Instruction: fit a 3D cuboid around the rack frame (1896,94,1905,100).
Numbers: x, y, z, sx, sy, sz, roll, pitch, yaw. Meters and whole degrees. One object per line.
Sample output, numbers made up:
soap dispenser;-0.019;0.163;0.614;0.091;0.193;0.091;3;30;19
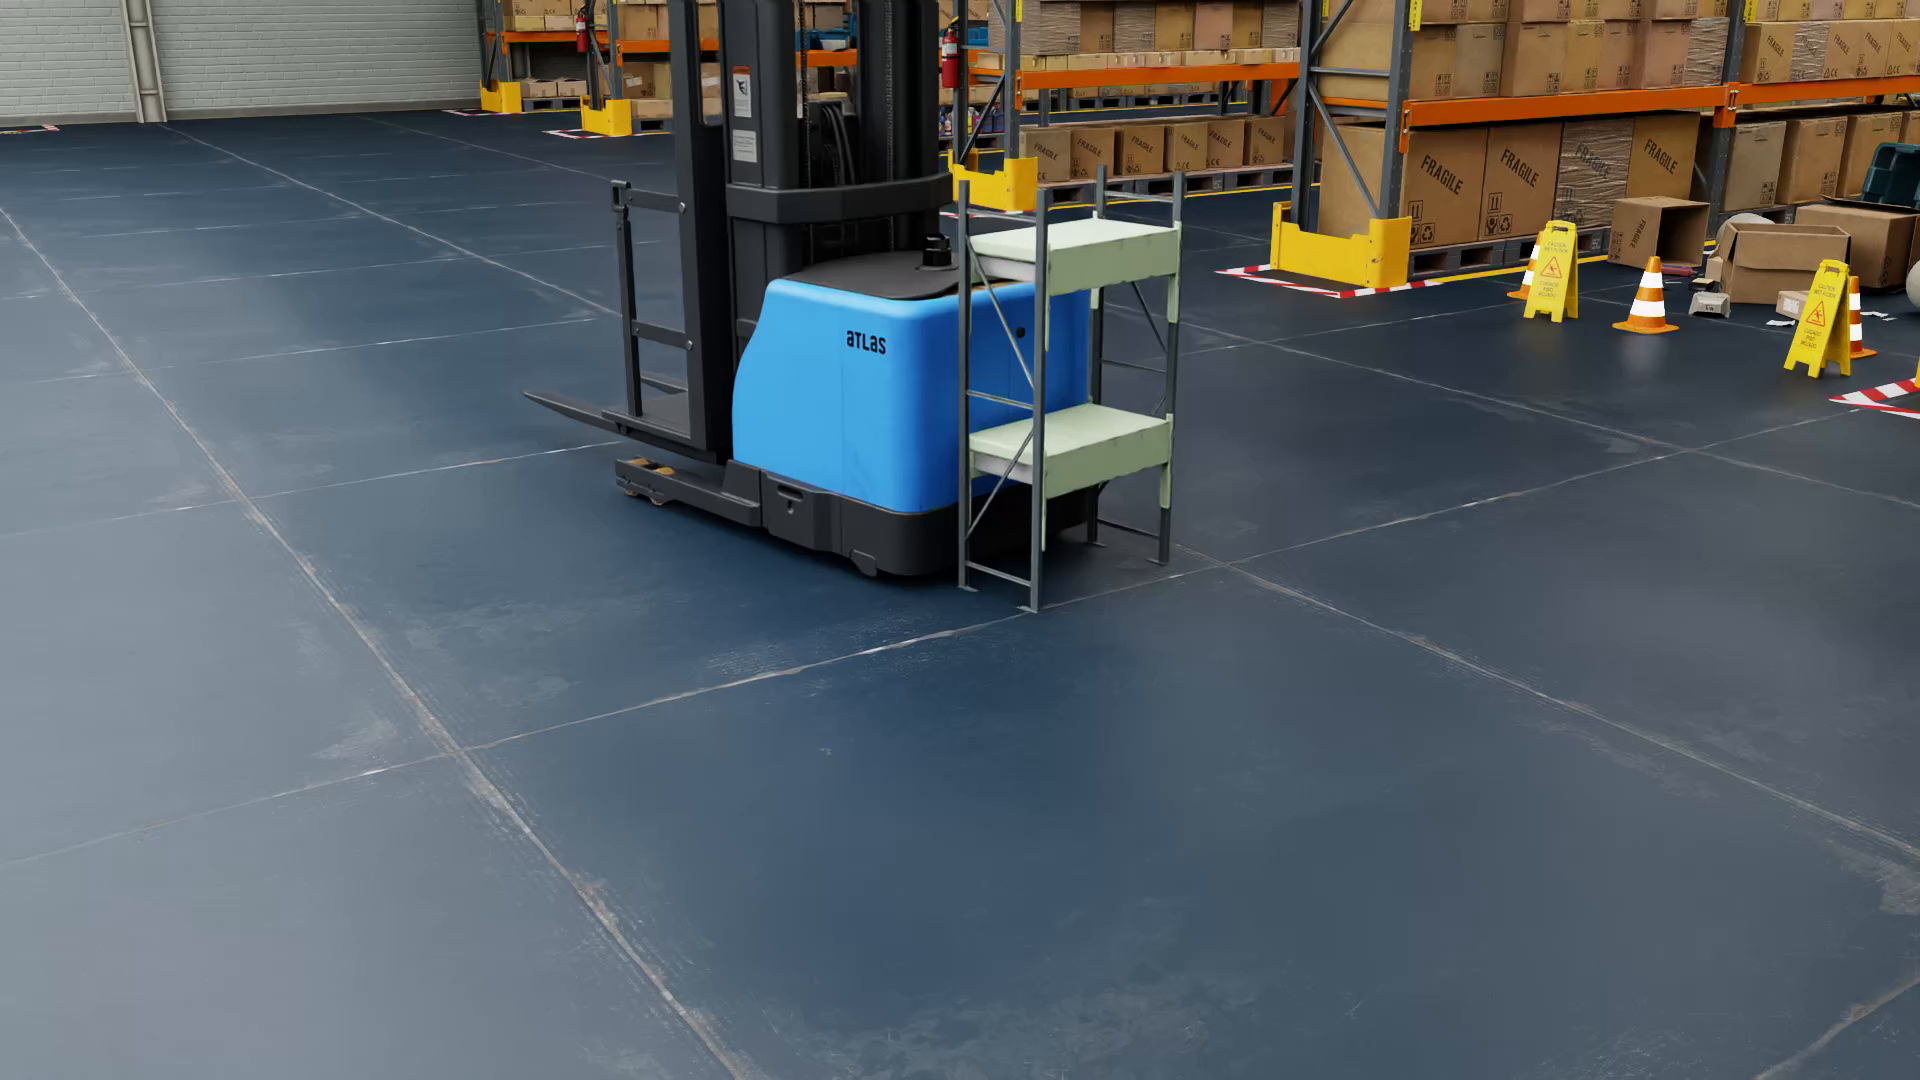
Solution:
rack frame;13.617;-7.610;24.570;0.127;3.000;1.000;-12;22;-31

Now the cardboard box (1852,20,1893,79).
cardboard box;8.090;-4.485;15.172;0.500;0.500;0.500;-12;22;-31

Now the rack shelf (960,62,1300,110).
rack shelf;1.925;-4.803;17.391;4.000;0.370;1.077;-12;22;-31

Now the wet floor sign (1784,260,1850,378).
wet floor sign;4.958;-1.278;9.518;0.232;0.644;0.267;-4;19;-13

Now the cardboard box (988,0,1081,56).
cardboard box;0.729;-5.069;16.435;0.500;0.500;0.875;-12;22;-31

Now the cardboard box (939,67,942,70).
cardboard box;-0.398;-7.725;27.672;0.500;0.311;0.500;-12;22;-32

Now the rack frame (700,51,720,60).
rack frame;-4.577;-9.471;30.075;0.127;3.000;1.000;-12;22;-31

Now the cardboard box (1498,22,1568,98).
cardboard box;4.167;-3.763;12.958;0.550;0.550;0.875;-12;22;-31

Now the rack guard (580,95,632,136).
rack guard;-5.211;-6.253;24.461;0.348;0.500;1.175;-12;22;-31

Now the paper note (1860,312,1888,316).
paper note;6.192;-1.537;11.262;0.142;0.019;0.148;-4;19;-13

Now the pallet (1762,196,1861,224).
pallet;7.862;-3.203;15.889;1.213;0.211;1.003;-12;22;-31

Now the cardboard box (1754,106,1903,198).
cardboard box;8.293;-3.751;16.014;0.750;0.750;1.050;-12;22;-31

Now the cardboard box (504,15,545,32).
cardboard box;-7.336;-8.706;28.015;0.500;0.250;0.500;-13;22;-33

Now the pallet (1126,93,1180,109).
pallet;3.153;-7.865;29.679;1.213;0.211;1.003;-12;22;-31

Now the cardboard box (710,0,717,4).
cardboard box;-3.670;-8.035;24.660;0.250;0.149;0.380;-12;22;-32

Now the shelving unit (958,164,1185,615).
shelving unit;0.402;-0.571;6.093;0.755;1.500;0.431;-18;26;-42

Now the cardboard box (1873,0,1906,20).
cardboard box;8.350;-5.120;15.489;0.500;0.500;0.700;-12;22;-32

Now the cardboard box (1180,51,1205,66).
cardboard box;2.317;-5.000;17.244;0.250;0.149;0.380;-12;22;-31

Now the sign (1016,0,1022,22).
sign;0.553;-5.056;15.666;0.005;0.325;0.100;-12;22;-31

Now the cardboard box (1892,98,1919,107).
cardboard box;10.006;-4.417;17.202;0.500;0.250;0.500;-13;22;-33

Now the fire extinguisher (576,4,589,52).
fire extinguisher;-5.545;-7.509;24.392;0.183;0.674;0.296;-12;22;-31

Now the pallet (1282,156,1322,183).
pallet;4.245;-4.312;19.171;1.213;0.211;1.003;-12;22;-31

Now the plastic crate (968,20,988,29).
plastic crate;0.364;-6.733;22.074;0.504;0.338;0.767;-12;22;-31

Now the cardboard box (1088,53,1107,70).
cardboard box;1.257;-4.787;16.614;0.250;0.149;0.380;-12;22;-31

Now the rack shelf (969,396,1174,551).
rack shelf;0.402;-0.263;6.198;0.720;0.370;0.431;-18;26;-42

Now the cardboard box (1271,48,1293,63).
cardboard box;3.363;-5.219;17.891;0.250;0.149;0.380;-12;22;-31

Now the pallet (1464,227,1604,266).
pallet;4.541;-2.501;13.814;1.213;0.211;1.003;-12;22;-31

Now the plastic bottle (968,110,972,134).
plastic bottle;0.062;-5.493;21.759;0.185;0.351;0.144;-12;22;-32

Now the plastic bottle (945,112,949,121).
plastic bottle;-0.135;-5.462;21.772;0.133;0.283;0.061;-12;22;-31

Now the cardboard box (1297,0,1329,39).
cardboard box;4.336;-6.082;18.458;1.000;1.000;1.000;-12;22;-31

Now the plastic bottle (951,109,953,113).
plastic bottle;-0.086;-5.648;22.340;0.097;0.271;0.097;0;19;0

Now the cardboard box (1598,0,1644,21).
cardboard box;4.990;-4.492;13.428;0.550;0.550;0.875;-12;22;-31

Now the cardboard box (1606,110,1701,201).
cardboard box;5.675;-3.252;14.342;0.875;0.875;0.875;-12;22;-31

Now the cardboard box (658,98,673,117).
cardboard box;-4.205;-6.462;24.813;0.500;0.250;0.500;-12;22;-31

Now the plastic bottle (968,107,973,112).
plastic bottle;0.109;-5.736;22.593;0.135;0.276;0.152;-11;22;-29

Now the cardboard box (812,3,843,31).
cardboard box;-2.217;-8.114;25.905;0.500;0.500;0.700;-13;22;-33

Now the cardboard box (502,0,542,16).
cardboard box;-7.354;-9.064;27.903;0.500;0.500;0.500;-12;22;-31

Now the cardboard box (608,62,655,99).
cardboard box;-4.906;-6.867;24.841;0.500;0.500;0.500;-12;22;-31

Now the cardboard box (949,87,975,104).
cardboard box;-0.093;-7.318;27.346;0.500;0.250;0.500;-11;22;-30

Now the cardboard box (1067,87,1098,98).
cardboard box;2.028;-7.879;28.583;0.500;0.500;0.500;-11;22;-29

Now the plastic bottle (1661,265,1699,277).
plastic bottle;5.518;-2.062;12.748;0.283;0.061;0.133;13;23;34

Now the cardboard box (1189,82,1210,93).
cardboard box;4.160;-8.331;29.921;0.500;0.500;0.500;-12;22;-31

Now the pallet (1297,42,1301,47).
pallet;4.314;-5.501;18.632;1.213;0.211;1.003;-12;22;-31

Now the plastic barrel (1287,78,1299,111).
plastic barrel;5.034;-6.760;25.285;0.421;0.512;0.421;0;19;0

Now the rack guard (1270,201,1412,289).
rack guard;2.878;-2.259;12.645;0.348;0.500;1.175;-12;22;-31

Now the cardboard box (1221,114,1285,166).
cardboard box;3.239;-4.451;18.474;0.500;0.500;0.500;-13;22;-33

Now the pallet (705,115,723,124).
pallet;-3.557;-6.480;25.583;1.213;0.211;1.003;-12;22;-31

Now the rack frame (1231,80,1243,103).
rack frame;4.832;-9.555;30.326;0.127;3.000;1.000;-12;22;-31

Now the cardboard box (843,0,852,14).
cardboard box;-2.076;-10.240;31.507;0.500;0.500;0.700;-14;23;-36

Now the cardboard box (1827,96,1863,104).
cardboard box;12.367;-6.508;23.972;0.875;0.875;0.875;-12;22;-31

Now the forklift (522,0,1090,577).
forklift;-0.868;-1.637;7.012;1.130;2.935;3.031;-17;25;-41

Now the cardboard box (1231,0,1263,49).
cardboard box;2.748;-5.543;17.836;0.500;0.500;0.875;-12;22;-31

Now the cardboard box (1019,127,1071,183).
cardboard box;0.785;-3.912;16.879;0.500;0.500;0.500;-8;20;-21

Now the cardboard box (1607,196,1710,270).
cardboard box;5.507;-2.421;13.120;0.500;0.500;0.500;-8;20;-22

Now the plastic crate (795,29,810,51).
plastic crate;-2.216;-6.214;20.674;0.616;0.251;0.499;-12;22;-31
